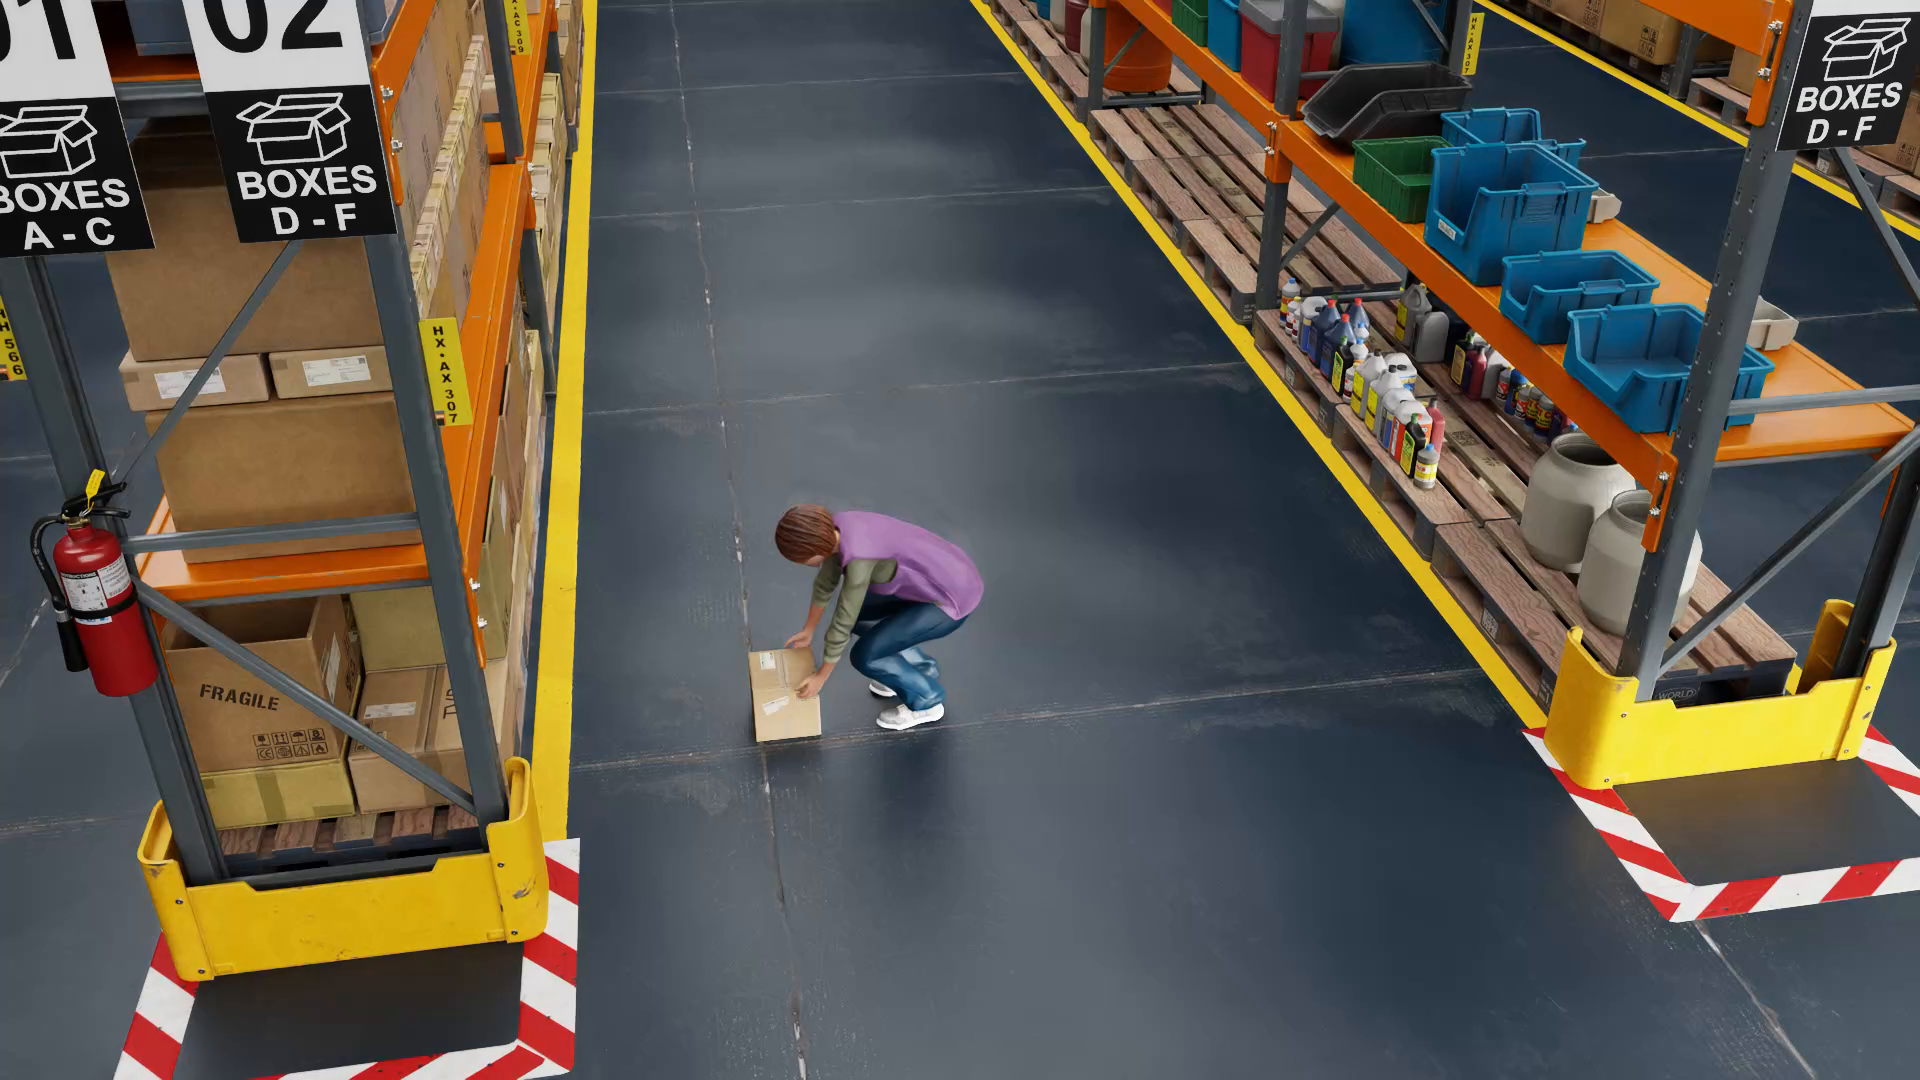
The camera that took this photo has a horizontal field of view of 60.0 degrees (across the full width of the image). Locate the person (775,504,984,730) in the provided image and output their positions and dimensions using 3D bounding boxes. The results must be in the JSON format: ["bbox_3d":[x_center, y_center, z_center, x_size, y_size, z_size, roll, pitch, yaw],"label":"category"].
[{"bbox_3d":[-0.293,0.267,6.317,0.780,0.963,0.454,-5,32,-9],"label":"person"}]
